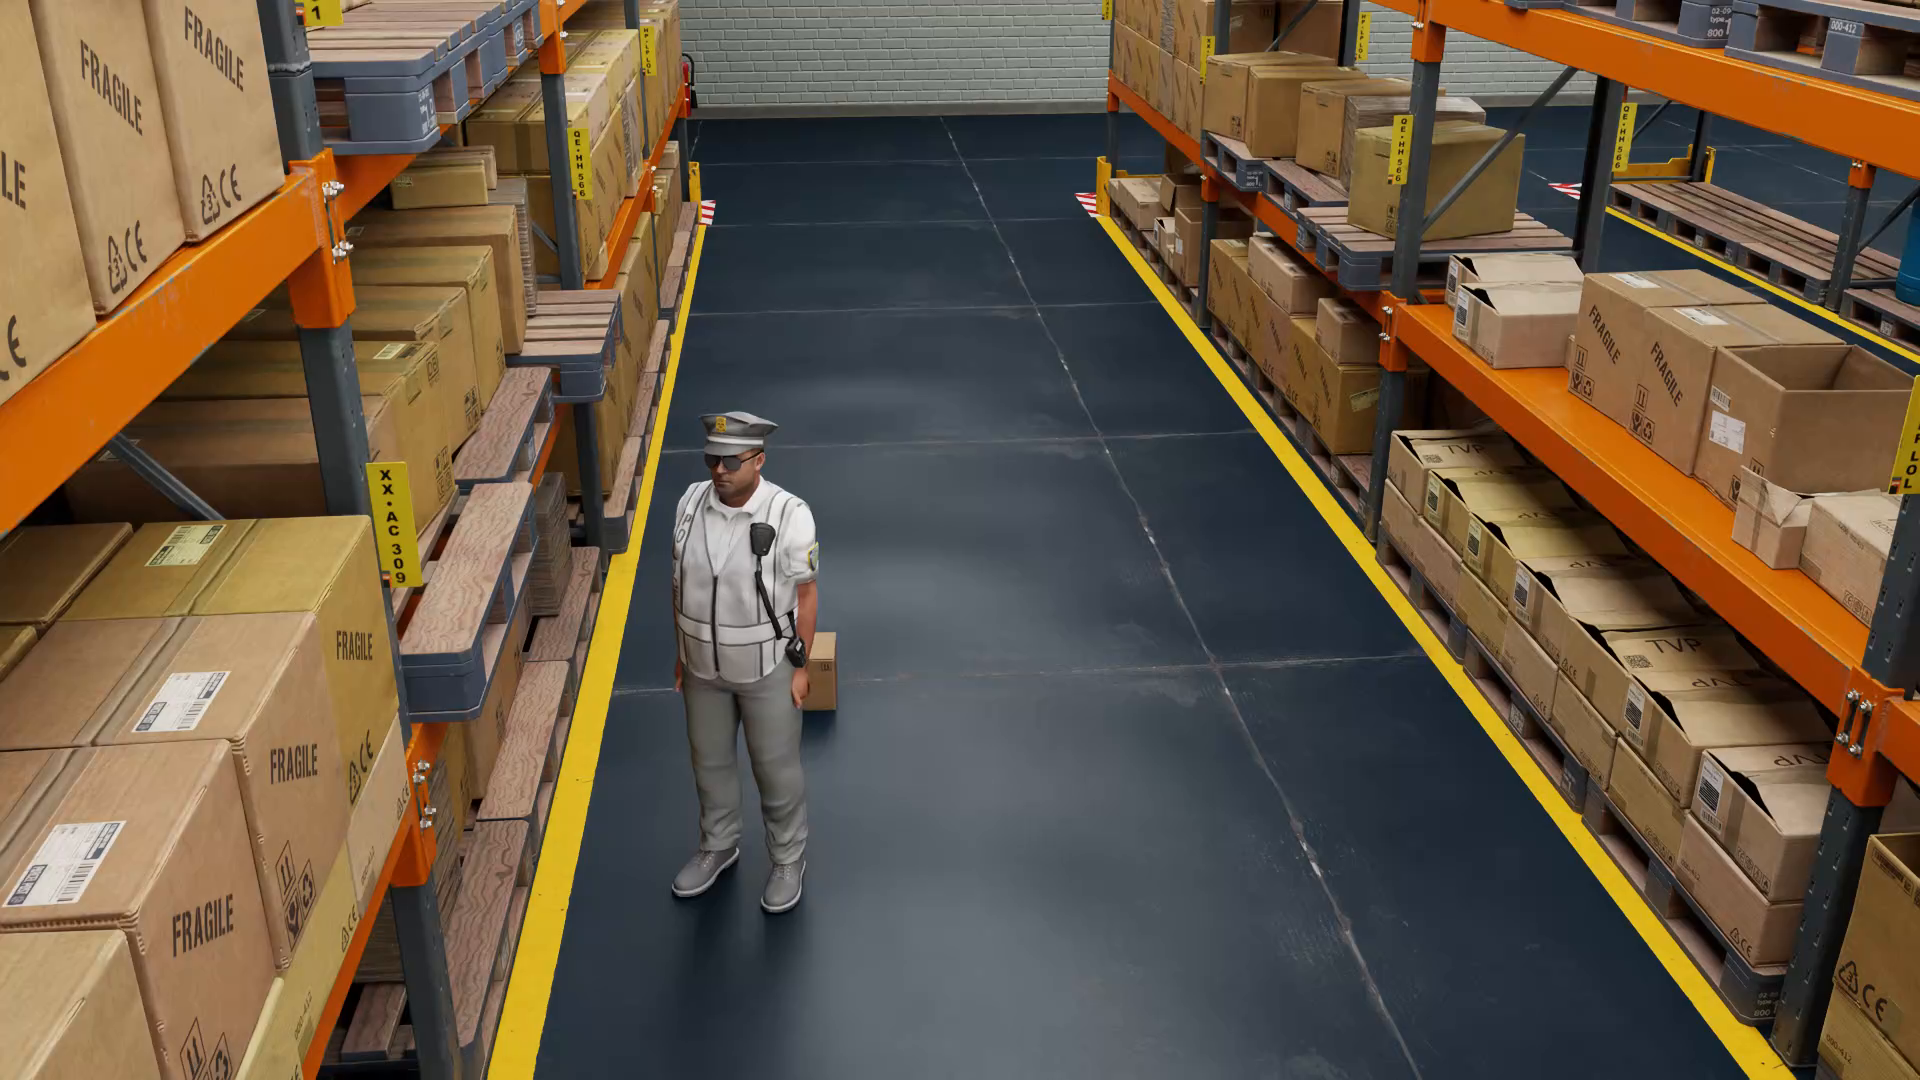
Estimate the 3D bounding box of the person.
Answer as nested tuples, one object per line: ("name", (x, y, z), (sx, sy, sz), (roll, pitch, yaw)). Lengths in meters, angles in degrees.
("person", (-0.743, 0.406, 5.642), (0.521, 1.770, 0.408), (6, 24, 14))
